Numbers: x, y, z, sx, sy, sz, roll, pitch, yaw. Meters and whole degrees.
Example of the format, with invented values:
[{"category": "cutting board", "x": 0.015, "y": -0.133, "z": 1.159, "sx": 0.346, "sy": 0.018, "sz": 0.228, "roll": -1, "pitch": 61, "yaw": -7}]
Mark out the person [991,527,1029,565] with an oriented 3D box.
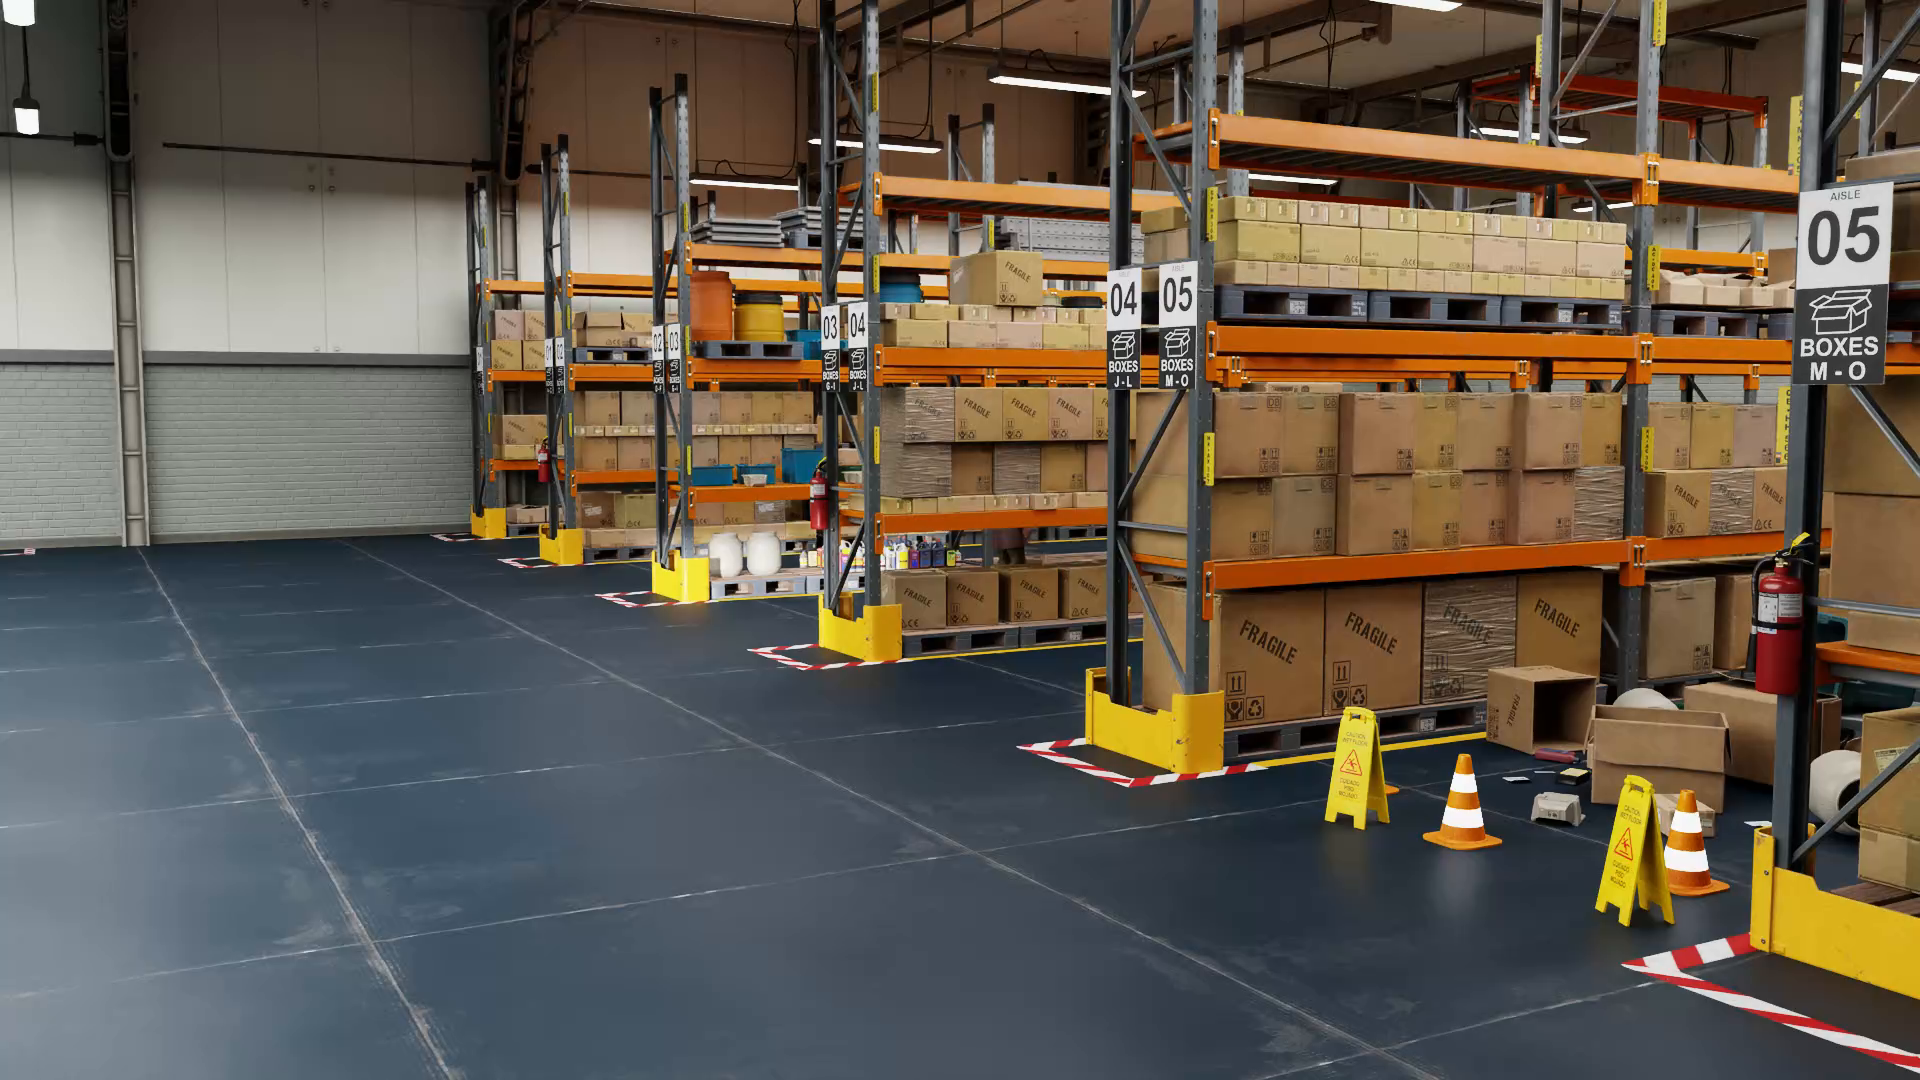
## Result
[{"category": "person", "x": 0.561, "y": -0.145, "z": 18.876, "sx": 0.427, "sy": 1.773, "sz": 0.625, "roll": -3, "pitch": 6, "yaw": -31}]
